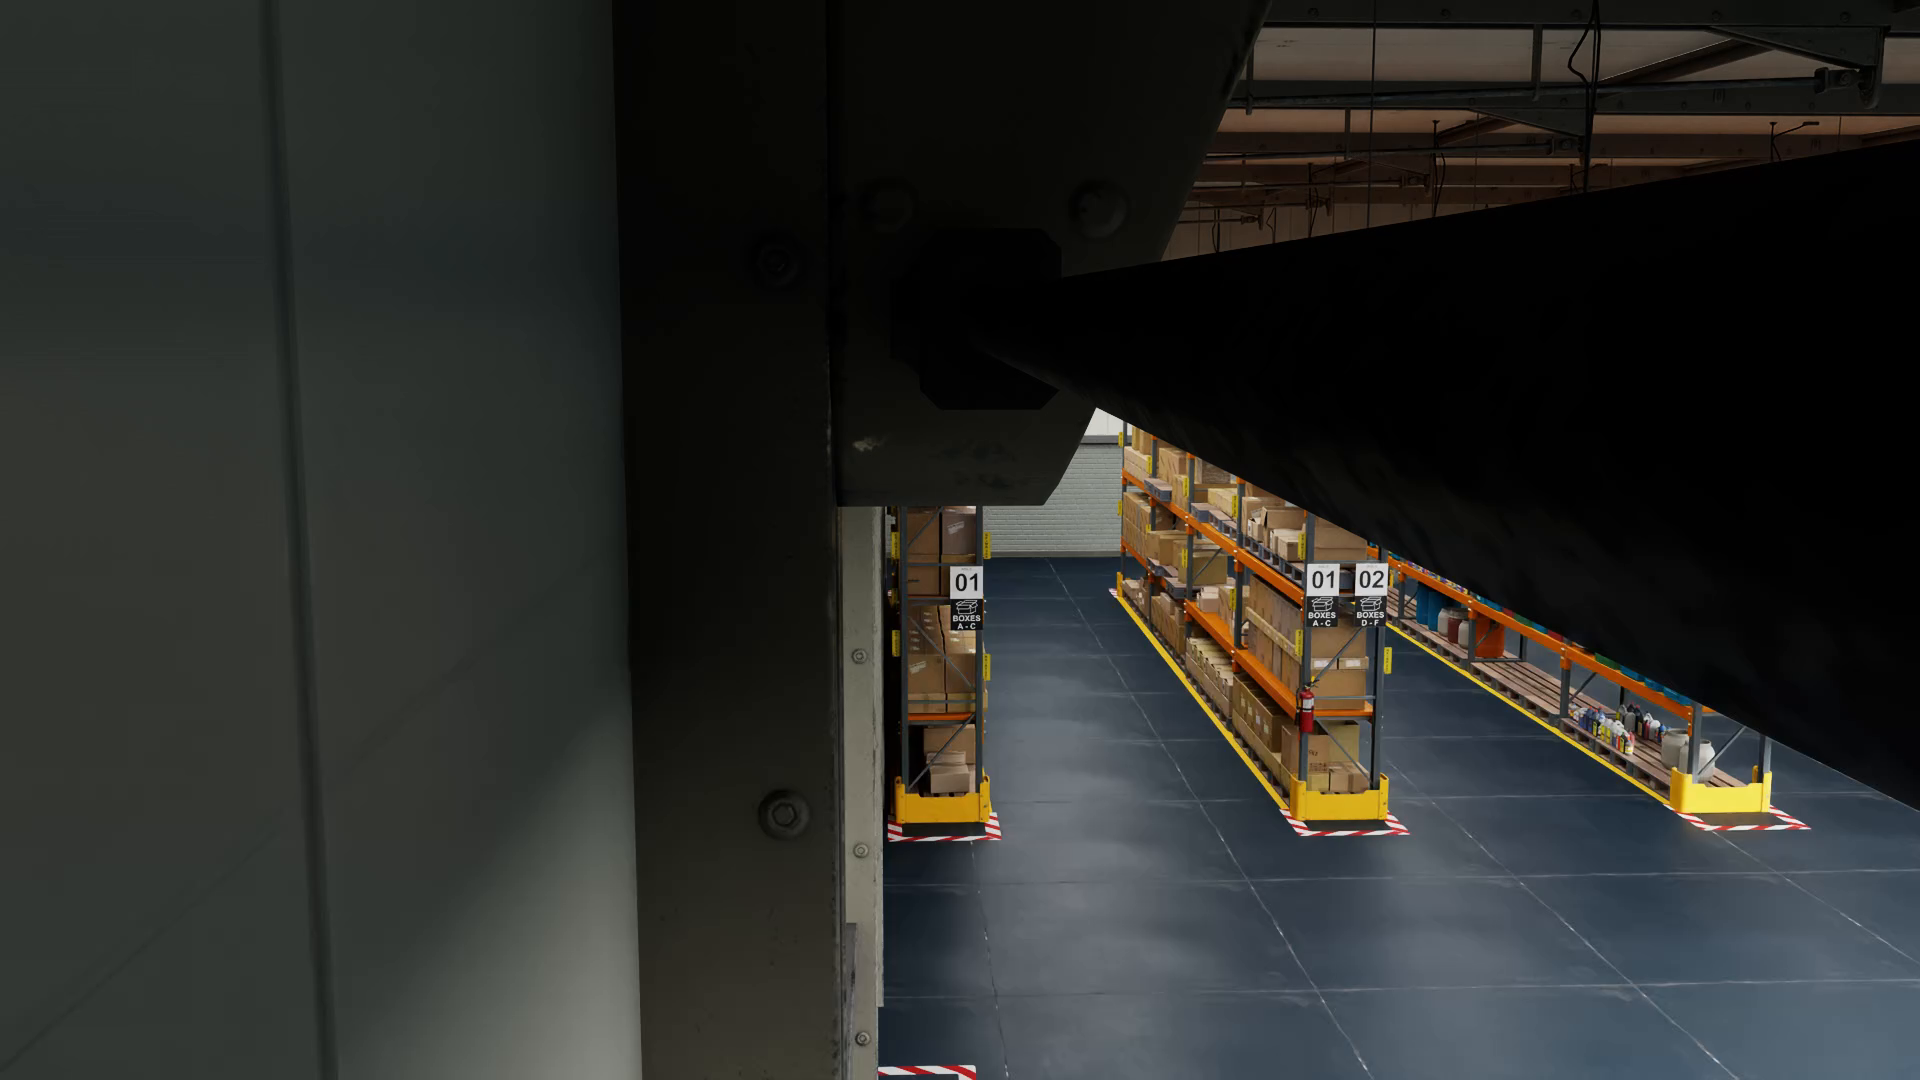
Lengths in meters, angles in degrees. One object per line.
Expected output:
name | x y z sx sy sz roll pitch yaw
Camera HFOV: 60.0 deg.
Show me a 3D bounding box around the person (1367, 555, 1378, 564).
person | 9.359 0.156 37.893 0.726 1.705 0.544 -6 10 -36
